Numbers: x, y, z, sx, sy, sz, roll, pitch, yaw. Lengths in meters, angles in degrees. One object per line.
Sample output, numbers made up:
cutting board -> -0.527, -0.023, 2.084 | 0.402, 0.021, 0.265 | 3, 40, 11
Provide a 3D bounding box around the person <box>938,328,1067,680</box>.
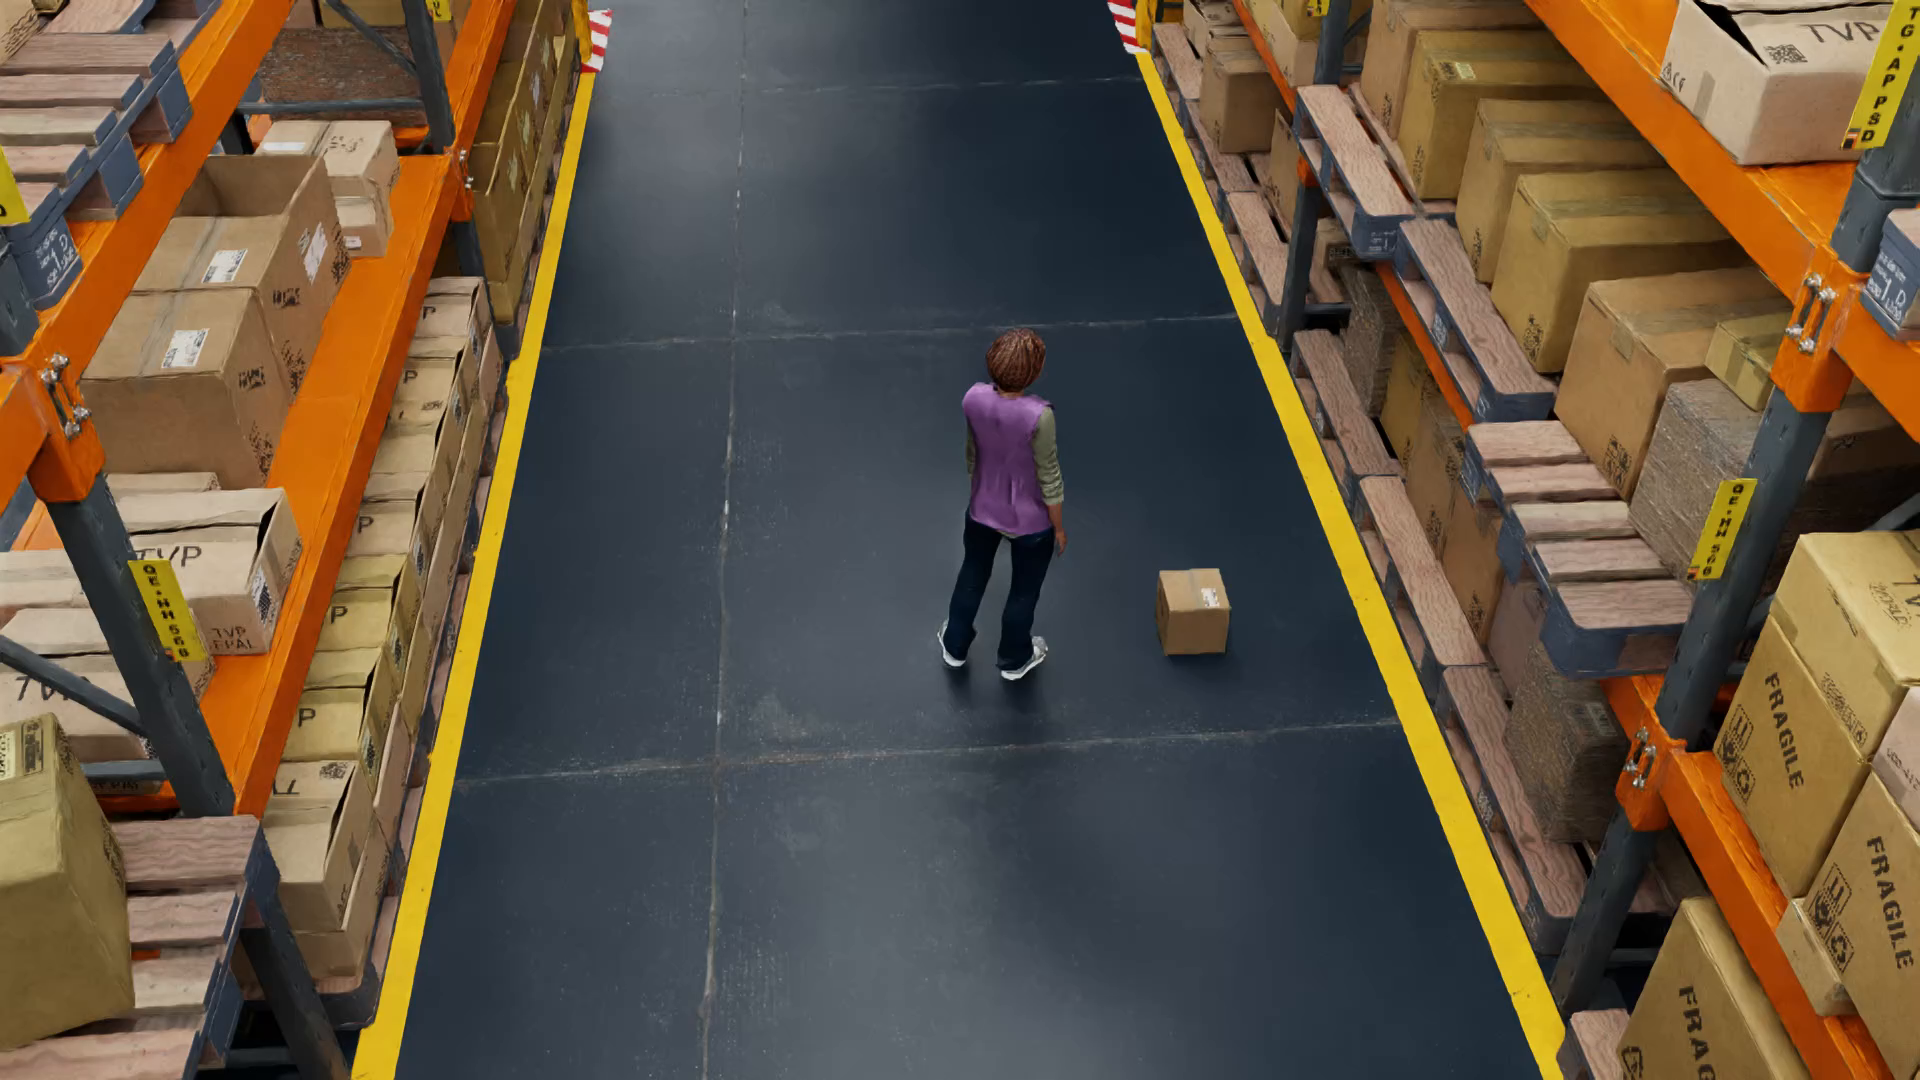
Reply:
person -> 0.156, -0.129, 6.305 | 0.574, 1.599, 0.337 | 20, 44, 23
